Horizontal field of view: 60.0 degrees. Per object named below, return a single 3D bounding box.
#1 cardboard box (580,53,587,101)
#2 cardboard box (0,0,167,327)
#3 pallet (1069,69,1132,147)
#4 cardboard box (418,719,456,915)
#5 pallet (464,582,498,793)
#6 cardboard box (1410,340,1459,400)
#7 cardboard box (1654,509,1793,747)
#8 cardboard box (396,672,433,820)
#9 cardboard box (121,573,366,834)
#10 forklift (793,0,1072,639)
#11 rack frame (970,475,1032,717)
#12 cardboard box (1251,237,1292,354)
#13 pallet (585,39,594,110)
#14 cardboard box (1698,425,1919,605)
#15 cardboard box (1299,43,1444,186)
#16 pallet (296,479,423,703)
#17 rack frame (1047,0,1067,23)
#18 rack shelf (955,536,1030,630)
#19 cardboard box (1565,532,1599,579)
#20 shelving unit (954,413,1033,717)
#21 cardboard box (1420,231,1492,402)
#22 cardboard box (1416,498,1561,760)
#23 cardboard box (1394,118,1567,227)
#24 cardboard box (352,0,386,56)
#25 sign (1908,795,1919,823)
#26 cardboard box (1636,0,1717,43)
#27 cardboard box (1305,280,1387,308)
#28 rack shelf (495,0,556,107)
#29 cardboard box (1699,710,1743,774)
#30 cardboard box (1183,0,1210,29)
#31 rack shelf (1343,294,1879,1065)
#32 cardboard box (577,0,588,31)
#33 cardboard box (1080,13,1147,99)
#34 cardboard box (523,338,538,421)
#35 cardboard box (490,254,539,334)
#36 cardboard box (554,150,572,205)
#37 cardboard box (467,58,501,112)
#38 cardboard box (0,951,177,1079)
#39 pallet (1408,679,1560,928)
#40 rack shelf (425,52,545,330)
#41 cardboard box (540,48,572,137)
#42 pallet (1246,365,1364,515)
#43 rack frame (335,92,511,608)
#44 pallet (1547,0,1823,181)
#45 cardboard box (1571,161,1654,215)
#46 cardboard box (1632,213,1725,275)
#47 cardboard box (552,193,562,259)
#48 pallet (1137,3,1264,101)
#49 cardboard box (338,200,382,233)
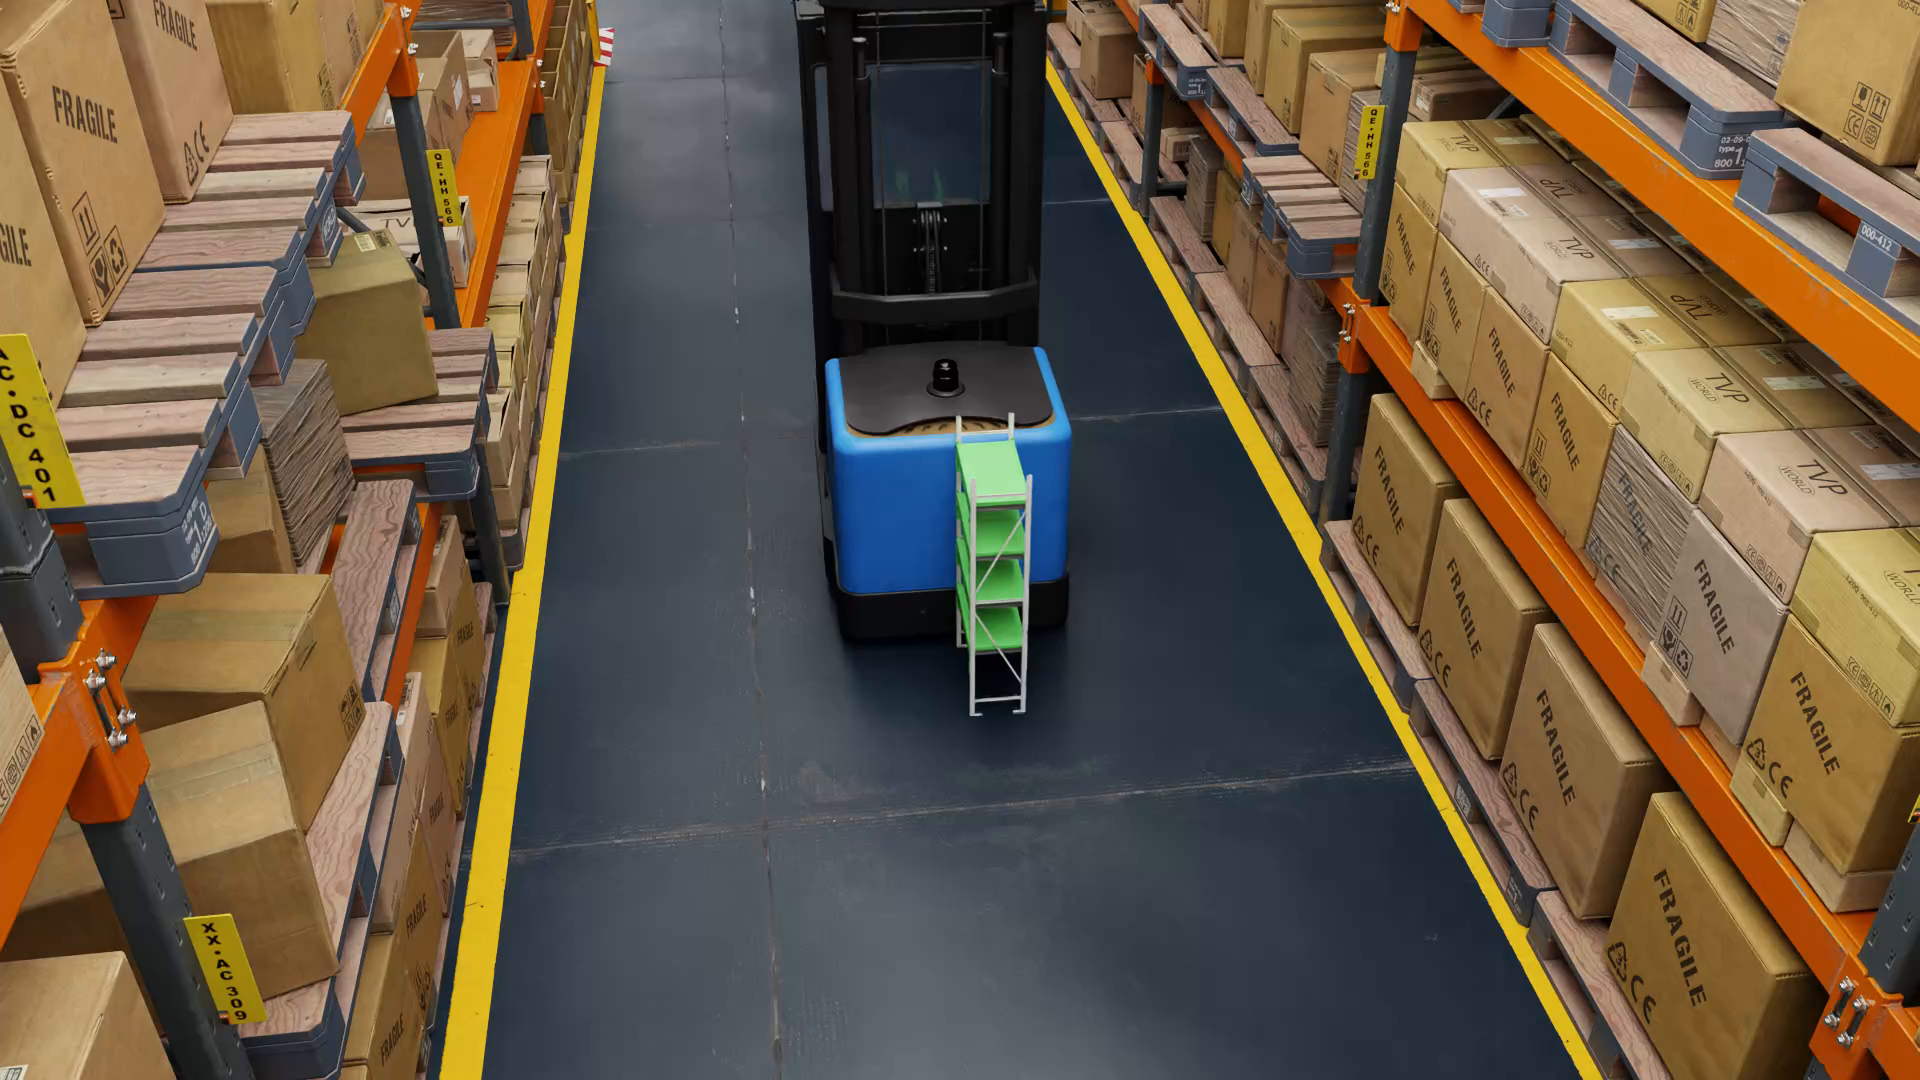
[{"bbox_3d":[-3.180,-3.592,12.926,0.500,0.250,0.500,-4,35,-6],"label":"cardboard box"},{"bbox_3d":[-2.186,-0.846,3.614,0.600,0.600,0.600,-5,35,-7],"label":"cardboard box"},{"bbox_3d":[1.461,-3.436,13.104,1.003,0.211,1.213,-4,35,-6],"label":"pallet"},{"bbox_3d":[-2.112,1.012,5.930,0.500,0.500,0.500,-6,35,-8],"label":"cardboard box"},{"bbox_3d":[-2.554,0.647,7.113,1.003,0.211,1.213,-4,35,-6],"label":"pallet"},{"bbox_3d":[2.083,-0.709,6.832,0.380,0.149,0.250,-3,34,-5],"label":"cardboard box"},{"bbox_3d":[2.439,0.236,4.870,0.500,0.500,0.500,-4,34,-6],"label":"cardboard box"},{"bbox_3d":[-2.105,0.723,5.689,0.500,0.250,0.500,-5,35,-7],"label":"cardboard box"},{"bbox_3d":[-2.076,0.433,4.490,0.700,0.500,0.500,1,34,1],"label":"cardboard box"},{"bbox_3d":[-0.193,-1.583,7.970,1.130,2.935,3.031,-4,34,-6],"label":"forklift"},{"bbox_3d":[0.161,0.253,6.813,0.240,1.200,0.015,-4,34,-6],"label":"rack frame"},{"bbox_3d":[2.094,-1.420,9.499,0.700,0.500,0.500,-5,35,-7],"label":"cardboard box"},{"bbox_3d":[-3.548,-3.813,13.657,1.003,0.211,1.213,-4,35,-6],"label":"pallet"},{"bbox_3d":[2.454,-0.079,4.666,0.500,0.250,0.500,-4,34,-5],"label":"cardboard box"},{"bbox_3d":[2.116,-2.096,8.183,0.700,0.500,0.500,-8,35,-11],"label":"cardboard box"},{"bbox_3d":[-2.351,0.240,5.405,1.003,0.211,1.213,-4,35,-6],"label":"pallet"},{"bbox_3d":[1.215,-5.766,14.047,1.000,3.000,0.127,-4,35,-6],"label":"rack frame"},{"bbox_3d":[0.133,0.169,7.049,0.258,0.148,0.480,-4,34,-6],"label":"rack shelf"},{"bbox_3d":[2.352,-0.003,5.795,0.380,0.149,0.250,-3,34,-5],"label":"cardboard box"},{"bbox_3d":[0.133,0.117,7.014,0.258,1.200,0.503,-4,34,-6],"label":"shelving unit"},{"bbox_3d":[2.164,-0.891,6.523,0.500,0.500,0.500,-3,34,-5],"label":"cardboard box"},{"bbox_3d":[2.372,0.323,6.649,0.750,0.750,0.750,-5,35,-7],"label":"cardboard box"},{"bbox_3d":[2.101,-1.495,6.744,0.500,0.250,0.500,-4,34,-5],"label":"cardboard box"},{"bbox_3d":[-2.525,-1.964,5.716,0.910,0.500,0.500,-4,35,-6],"label":"cardboard box"},{"bbox_3d":[2.293,0.531,3.849,0.100,0.325,0.005,-4,35,-6],"label":"sign"},{"bbox_3d":[2.598,-1.897,5.226,0.700,0.500,0.500,-3,34,-4],"label":"cardboard box"},{"bbox_3d":[2.128,-1.481,8.923,0.500,0.250,0.500,-4,34,-5],"label":"cardboard box"},{"bbox_3d":[-3.424,-3.975,12.059,1.077,0.370,4.000,-4,35,-6],"label":"rack shelf"},{"bbox_3d":[2.456,0.572,4.953,0.380,0.149,0.250,-3,34,-5],"label":"cardboard box"},{"bbox_3d":[1.788,-3.470,10.199,0.700,0.500,0.500,-4,35,-6],"label":"cardboard box"},{"bbox_3d":[2.560,0.112,6.061,1.077,0.370,4.000,-4,35,-6],"label":"rack shelf"},{"bbox_3d":[-3.326,-4.459,13.532,0.500,0.500,0.500,-4,35,-6],"label":"cardboard box"},{"bbox_3d":[1.345,-3.791,12.978,0.700,0.500,0.500,-6,35,-9],"label":"cardboard box"},{"bbox_3d":[-2.541,-0.846,8.897,0.500,0.250,0.500,-5,35,-8],"label":"cardboard box"},{"bbox_3d":[-2.611,-1.372,9.170,0.500,0.311,0.500,-5,35,-7],"label":"cardboard box"},{"bbox_3d":[-2.917,-2.476,11.288,0.500,0.250,0.500,-4,35,-6],"label":"cardboard box"},{"bbox_3d":[-2.855,-2.624,9.557,0.396,0.266,0.258,-5,35,-8],"label":"cardboard box"},{"bbox_3d":[-1.754,1.116,2.972,0.500,0.500,0.500,-4,34,-6],"label":"cardboard box"},{"bbox_3d":[2.484,0.976,6.631,1.003,0.211,1.213,-4,35,-6],"label":"pallet"},{"bbox_3d":[-2.886,-1.743,8.783,1.077,0.370,4.000,-4,35,-6],"label":"rack shelf"},{"bbox_3d":[-2.982,-3.065,11.486,0.500,0.500,0.500,-4,35,-6],"label":"cardboard box"},{"bbox_3d":[2.188,-0.586,8.922,1.003,0.211,1.213,-4,35,-6],"label":"pallet"},{"bbox_3d":[-2.617,-0.924,6.943,1.000,3.000,0.127,-4,35,-6],"label":"rack frame"},{"bbox_3d":[2.584,-1.484,5.268,1.003,0.211,1.213,-3,34,-4],"label":"pallet"},{"bbox_3d":[2.675,-1.261,6.401,0.500,0.250,0.500,-5,35,-8],"label":"cardboard box"},{"bbox_3d":[2.741,-0.975,5.980,0.500,0.250,0.500,-5,35,-8],"label":"cardboard box"},{"bbox_3d":[-2.812,-1.984,10.567,0.500,0.250,0.500,-5,35,-7],"label":"cardboard box"},{"bbox_3d":[1.712,-3.017,10.184,1.003,0.211,1.213,-4,35,-6],"label":"pallet"},{"bbox_3d":[-2.844,-1.528,8.052,0.380,0.149,0.250,-2,34,-3],"label":"cardboard box"}]
